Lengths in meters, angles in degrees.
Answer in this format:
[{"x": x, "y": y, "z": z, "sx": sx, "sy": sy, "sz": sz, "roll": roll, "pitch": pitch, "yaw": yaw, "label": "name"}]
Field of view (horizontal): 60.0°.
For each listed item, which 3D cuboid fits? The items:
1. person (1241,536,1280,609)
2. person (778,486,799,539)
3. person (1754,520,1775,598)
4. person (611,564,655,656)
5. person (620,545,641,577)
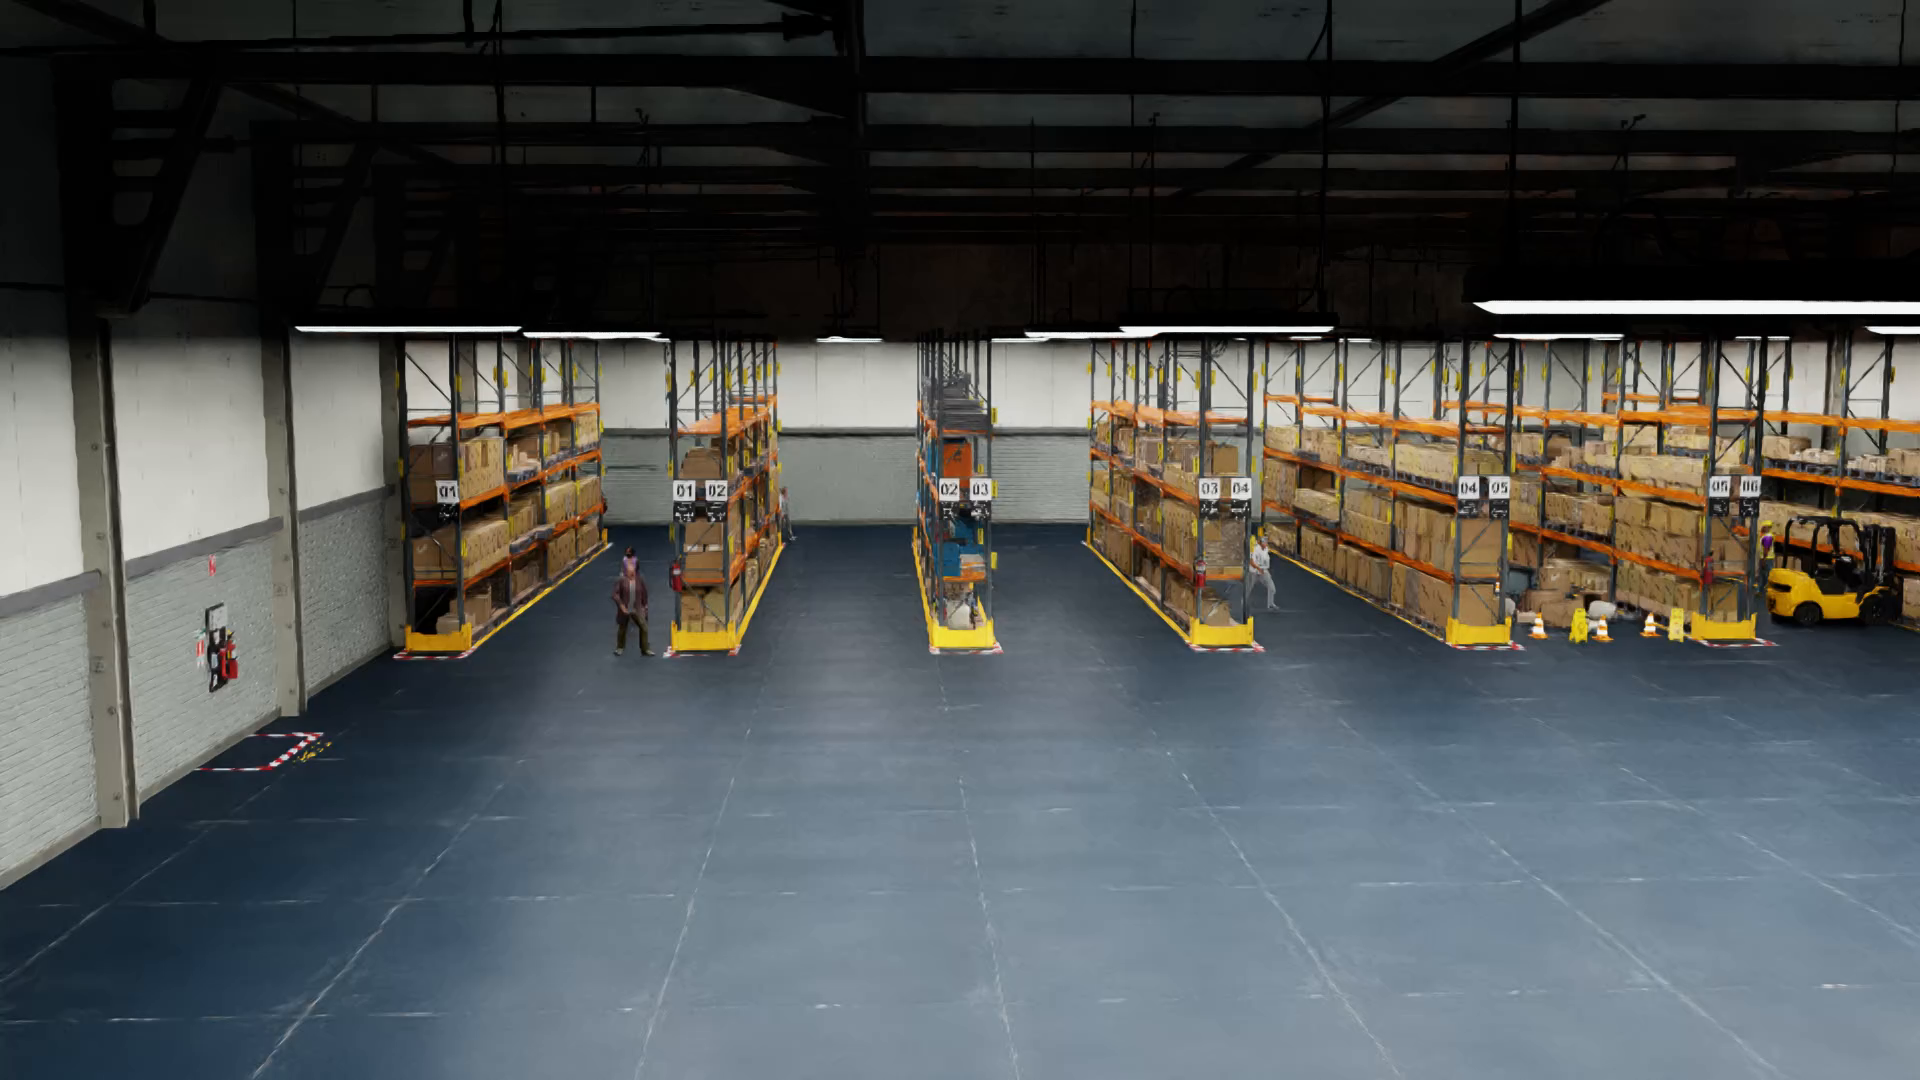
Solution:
[{"x": 6.491, "y": 0.682, "z": 36.041, "sx": 0.656, "sy": 1.597, "sz": 0.818, "roll": -3, "pitch": 7, "yaw": -21, "label": "person"}, {"x": -5.093, "y": -0.780, "z": 48.408, "sx": 0.525, "sy": 1.588, "sz": 0.638, "roll": 4, "pitch": 8, "yaw": 32, "label": "person"}, {"x": 18.142, "y": 0.414, "z": 37.532, "sx": 0.587, "sy": 1.763, "sz": 0.677, "roll": 3, "pitch": 7, "yaw": 22, "label": "person"}, {"x": -6.036, "y": 1.272, "z": 30.508, "sx": 0.735, "sy": 1.712, "sz": 0.904, "roll": -2, "pitch": 7, "yaw": -19, "label": "person"}, {"x": -6.910, "y": 0.854, "z": 34.852, "sx": 0.417, "sy": 1.517, "sz": 1.037, "roll": 0, "pitch": 7, "yaw": -1, "label": "person"}]
